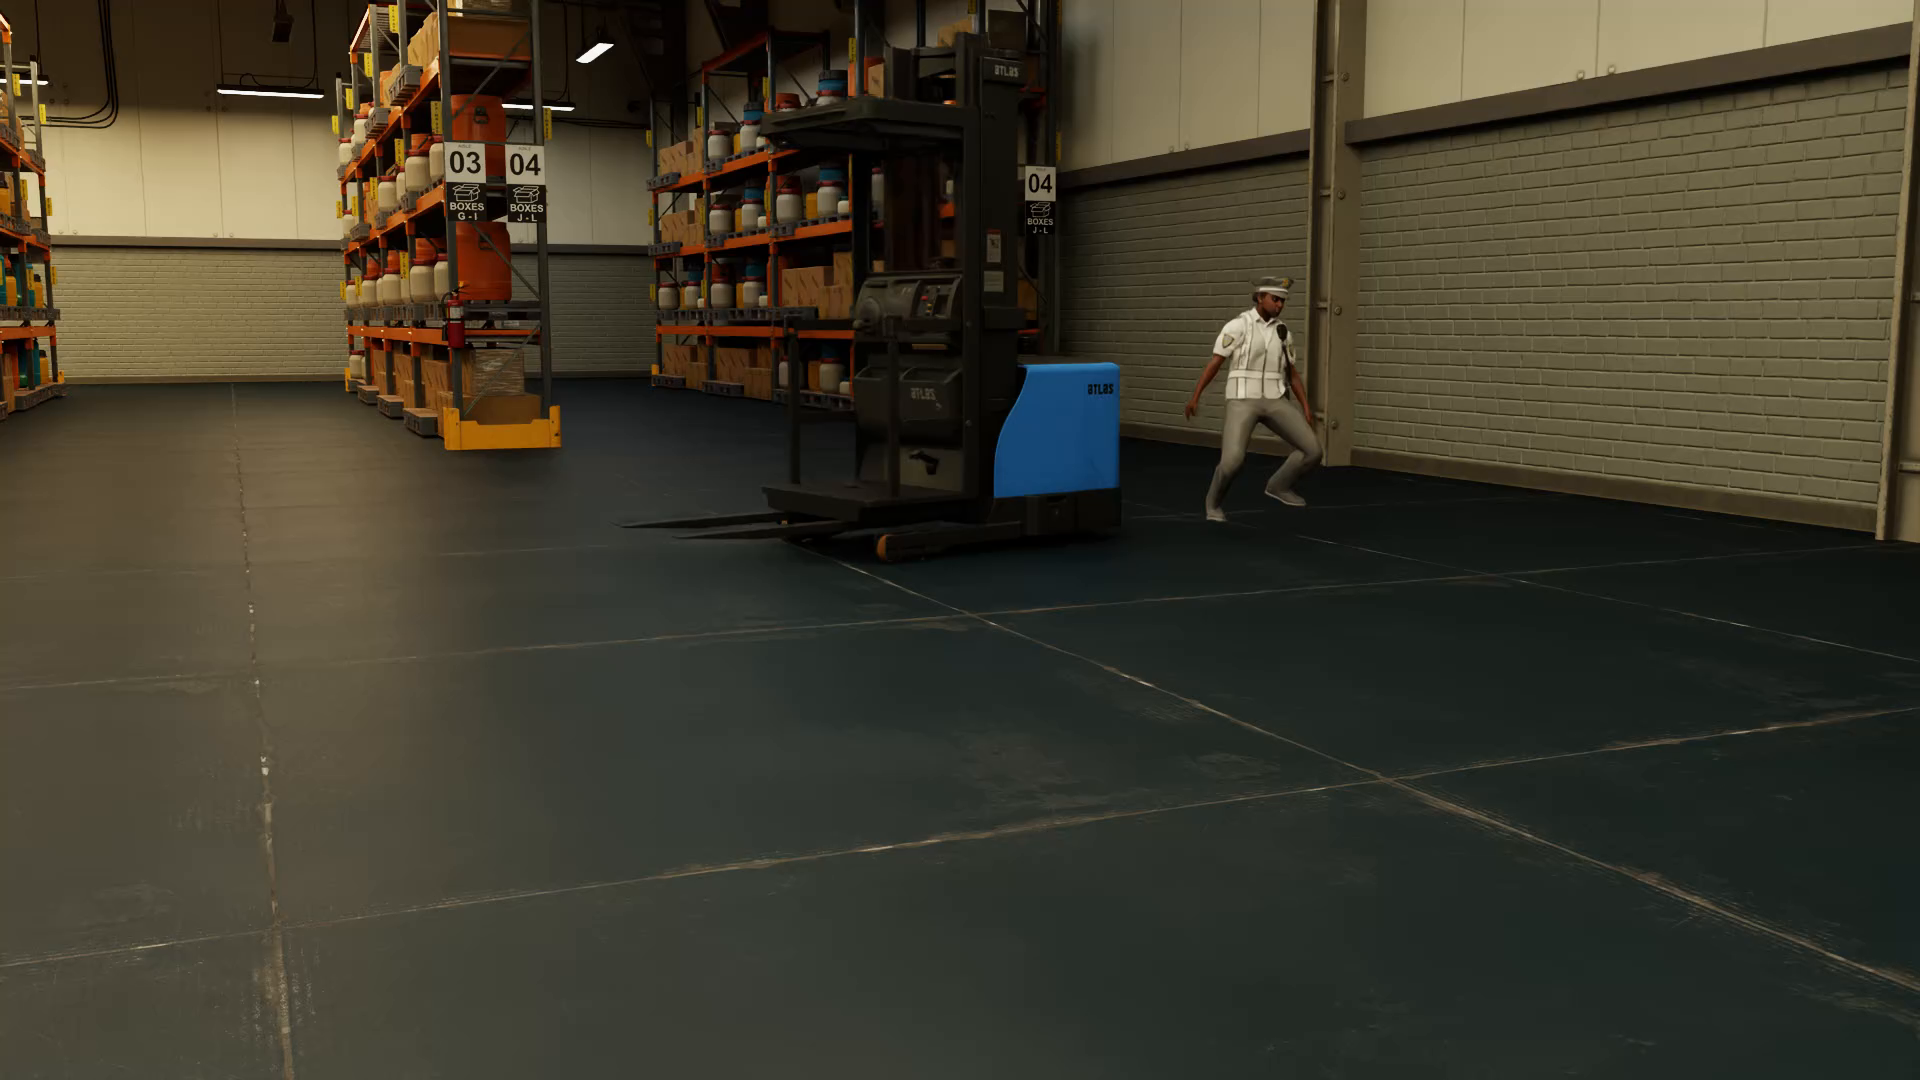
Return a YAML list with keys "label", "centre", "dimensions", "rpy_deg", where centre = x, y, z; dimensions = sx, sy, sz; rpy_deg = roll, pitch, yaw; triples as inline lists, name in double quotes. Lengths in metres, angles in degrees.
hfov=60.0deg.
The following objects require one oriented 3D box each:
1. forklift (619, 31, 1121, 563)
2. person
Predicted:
- label: "forklift"
  centre: [-0.471, -1.402, 9.571]
  dimensions: [3.031, 2.935, 1.130]
  rpy_deg: [-6, 10, -38]
- label: "person"
  centre: [1.836, -0.873, 10.450]
  dimensions: [0.823, 1.550, 0.500]
  rpy_deg: [-1, 8, -11]
